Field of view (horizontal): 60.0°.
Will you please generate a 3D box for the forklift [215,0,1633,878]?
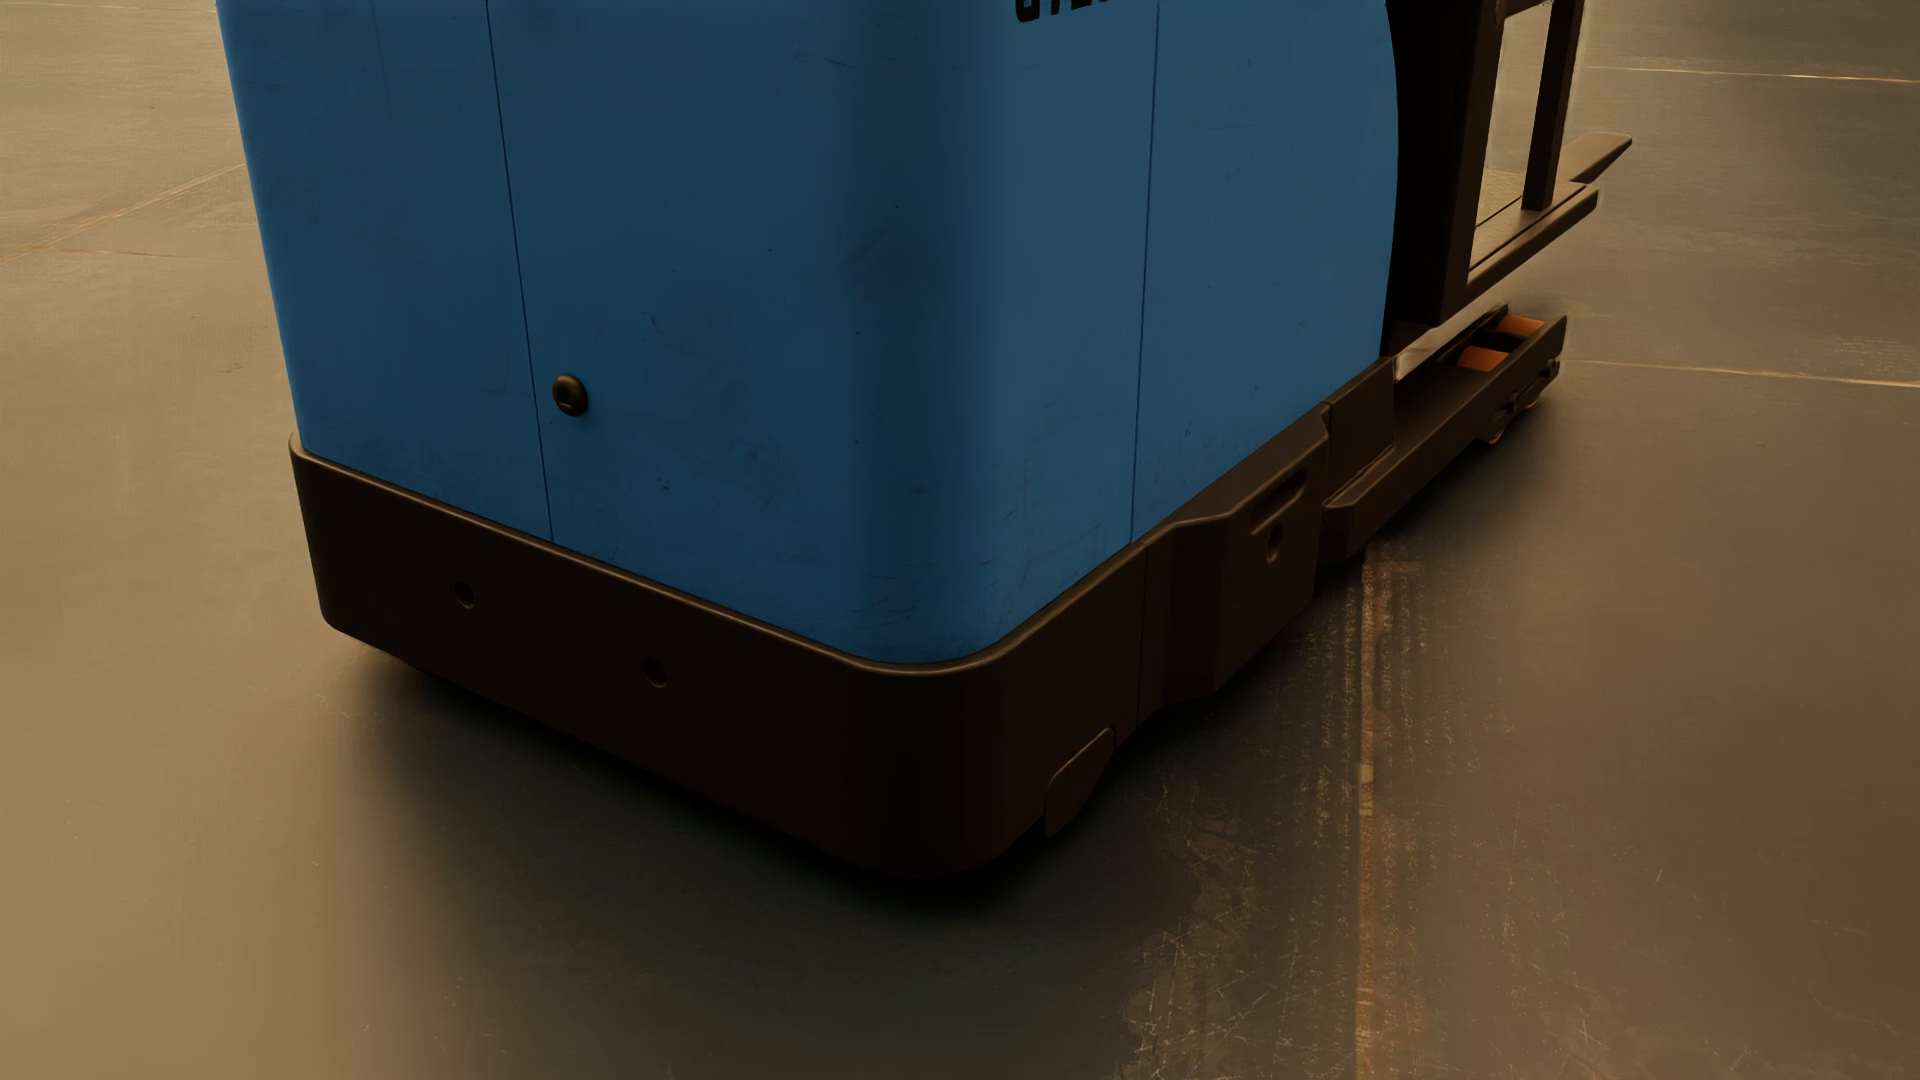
[{"bbox_3d":[0.421,-1.580,2.378,1.130,2.935,3.031,17,32,31],"label":"forklift"}]
